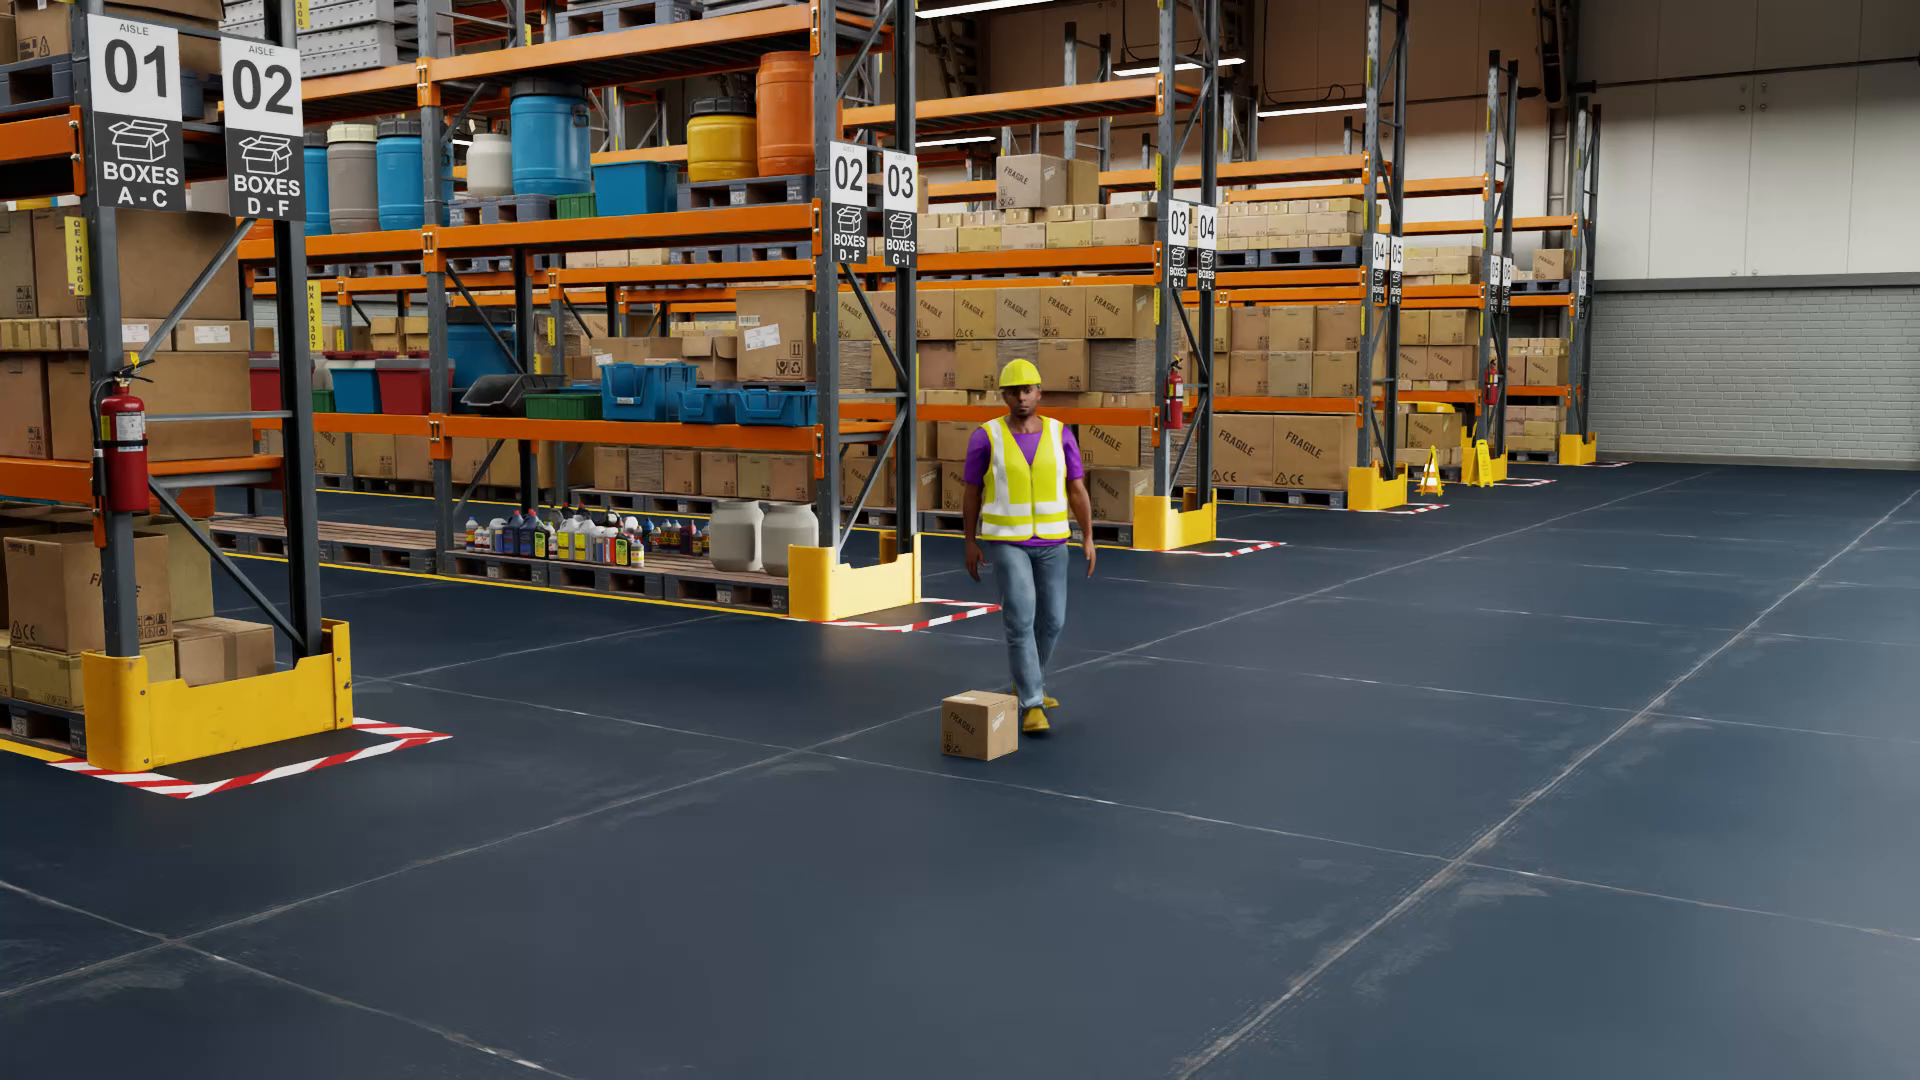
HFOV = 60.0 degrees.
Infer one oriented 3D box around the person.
[{"bbox_3d":[0.334,0.016,8.001,0.608,1.767,0.707,-2,6,-14],"label":"person"}]
